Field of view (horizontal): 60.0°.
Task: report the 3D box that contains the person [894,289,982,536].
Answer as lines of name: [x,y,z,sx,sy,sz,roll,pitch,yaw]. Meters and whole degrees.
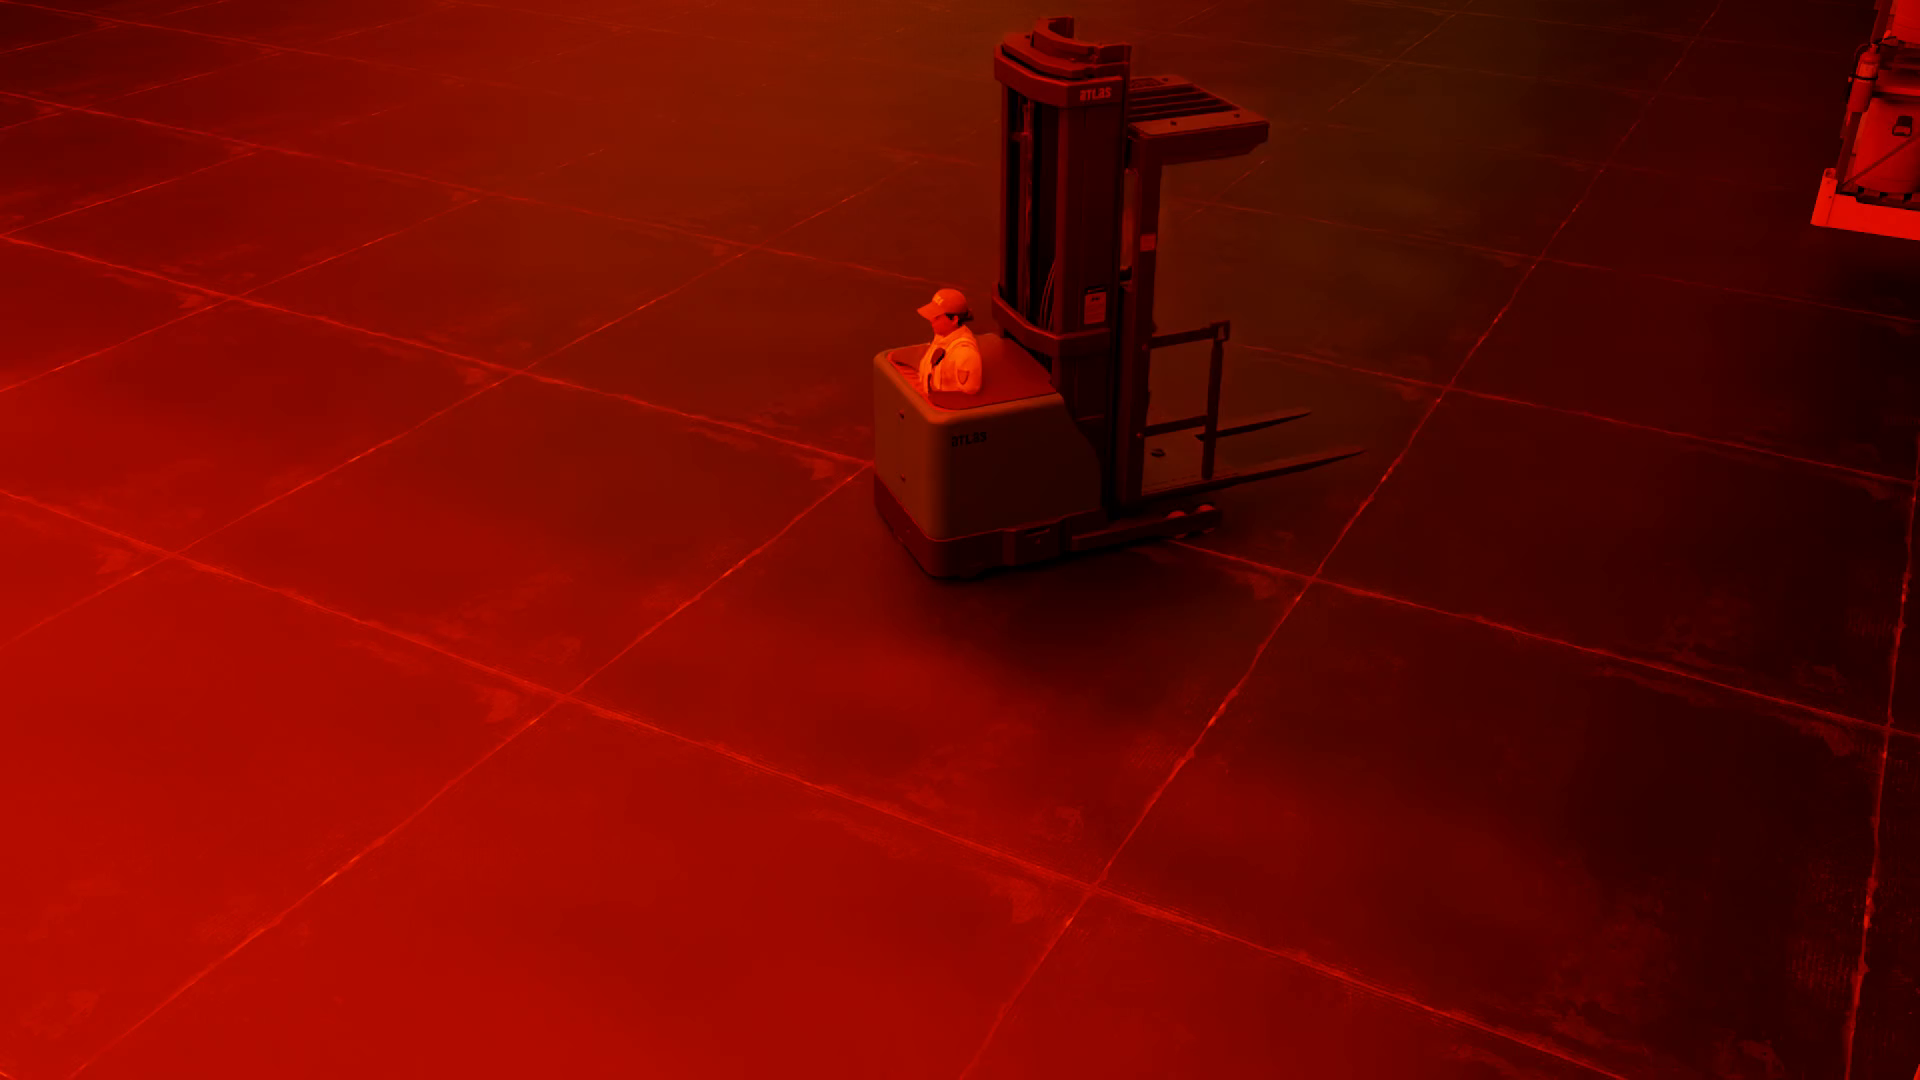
person: [-0.121,-0.674,9.570,0.479,1.605,0.685,-8,31,-14]

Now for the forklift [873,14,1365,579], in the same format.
forklift: [1.041,-1.510,9.686,3.031,2.935,1.130,-12,32,-19]
